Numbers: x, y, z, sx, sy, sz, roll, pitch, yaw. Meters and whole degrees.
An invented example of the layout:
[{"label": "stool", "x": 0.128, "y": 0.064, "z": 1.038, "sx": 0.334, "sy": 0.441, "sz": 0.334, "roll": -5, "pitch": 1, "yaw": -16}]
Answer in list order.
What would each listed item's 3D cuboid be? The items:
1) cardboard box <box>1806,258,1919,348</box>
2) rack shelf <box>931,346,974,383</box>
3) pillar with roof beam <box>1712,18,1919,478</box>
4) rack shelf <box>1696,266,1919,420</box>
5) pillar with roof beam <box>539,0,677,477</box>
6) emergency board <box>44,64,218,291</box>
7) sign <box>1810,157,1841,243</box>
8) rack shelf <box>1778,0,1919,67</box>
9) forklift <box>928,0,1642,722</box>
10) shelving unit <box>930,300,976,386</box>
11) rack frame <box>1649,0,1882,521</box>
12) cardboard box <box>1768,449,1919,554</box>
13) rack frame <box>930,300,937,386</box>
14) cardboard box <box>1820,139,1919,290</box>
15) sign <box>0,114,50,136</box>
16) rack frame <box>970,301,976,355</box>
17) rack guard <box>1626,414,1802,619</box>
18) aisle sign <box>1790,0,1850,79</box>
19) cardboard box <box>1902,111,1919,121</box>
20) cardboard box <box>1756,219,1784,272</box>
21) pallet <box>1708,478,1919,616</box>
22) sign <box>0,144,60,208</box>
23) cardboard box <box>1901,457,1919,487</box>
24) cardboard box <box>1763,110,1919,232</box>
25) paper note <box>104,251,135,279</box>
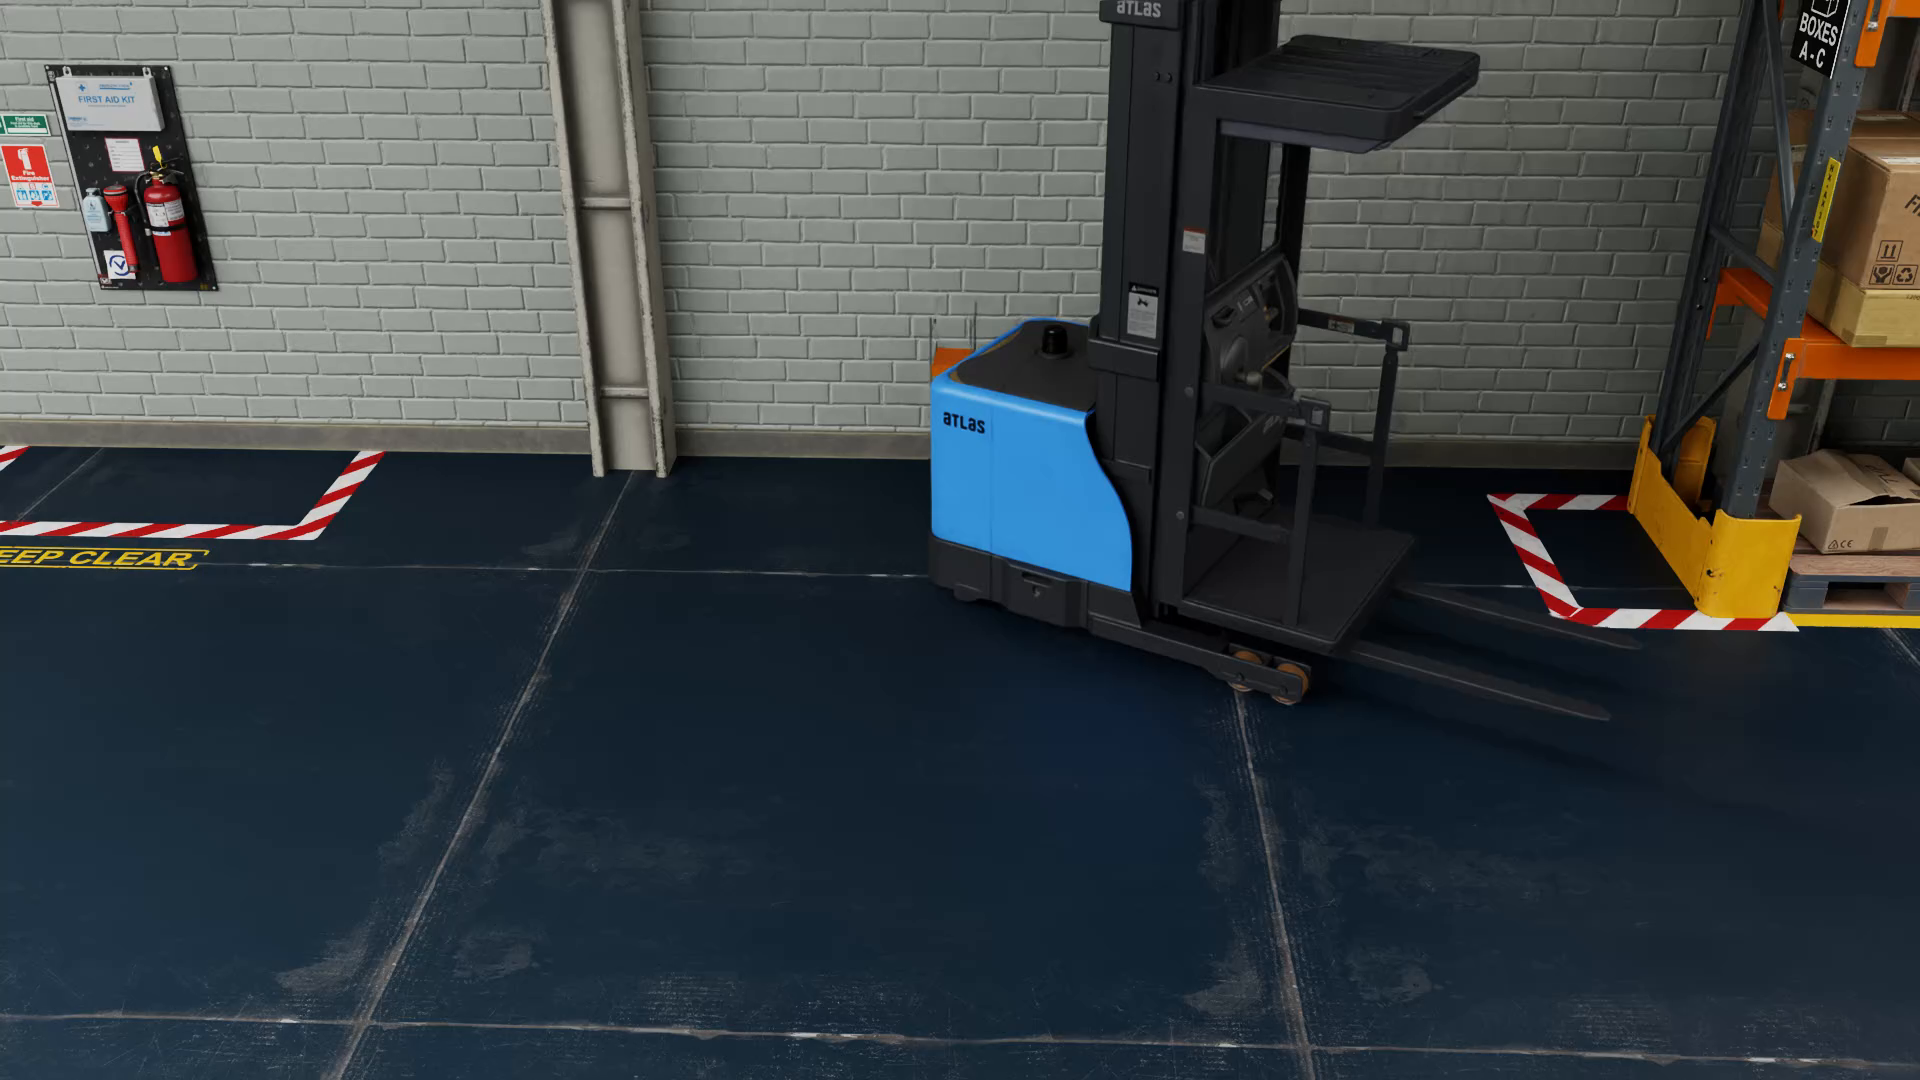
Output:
[{"label": "cardboard box", "x": 3.986, "y": -1.029, "z": 7.127, "sx": 0.500, "sy": 0.250, "sz": 0.500, "roll": 0, "pitch": 28, "yaw": 0}, {"label": "rack shelf", "x": -0.032, "y": -0.818, "z": 7.838, "sx": 0.180, "sy": 0.103, "sz": 0.258, "roll": 3, "pitch": 28, "yaw": 5}, {"label": "pillar with roof beam", "x": 4.088, "y": -2.272, "z": 2.928, "sx": 0.400, "sy": 9.000, "sz": 9.100, "roll": 1, "pitch": 28, "yaw": 2}, {"label": "rack shelf", "x": 5.508, "y": -0.892, "z": 7.499, "sx": 4.000, "sy": 0.370, "sz": 1.077, "roll": 1, "pitch": 28, "yaw": 2}, {"label": "pillar with roof beam", "x": -1.909, "y": -2.371, "z": 3.115, "sx": 0.400, "sy": 9.000, "sz": 9.100, "roll": 1, "pitch": 28, "yaw": 2}, {"label": "emergency board", "x": -4.225, "y": -1.794, "z": 8.432, "sx": 0.643, "sy": 1.169, "sz": 0.194, "roll": 1, "pitch": 28, "yaw": 2}, {"label": "sign", "x": 3.490, "y": -1.372, "z": 6.711, "sx": 0.005, "sy": 0.325, "sz": 0.100, "roll": 1, "pitch": 28, "yaw": 2}, {"label": "rack shelf", "x": 5.508, "y": -2.218, "z": 6.796, "sx": 4.000, "sy": 0.370, "sz": 1.077, "roll": 1, "pitch": 28, "yaw": 2}, {"label": "forklift", "x": 1.384, "y": -0.893, "z": 6.805, "sx": 3.031, "sy": 2.935, "sz": 1.130, "roll": 16, "pitch": 32, "yaw": 27}, {"label": "shelving unit", "x": -0.032, "y": -0.539, "z": 7.985, "sx": 0.189, "sy": 1.200, "sz": 0.258, "roll": 3, "pitch": 28, "yaw": 5}, {"label": "rack frame", "x": 3.509, "y": -1.243, "z": 7.393, "sx": 0.127, "sy": 3.000, "sz": 1.000, "roll": 1, "pitch": 28, "yaw": 2}, {"label": "cardboard box", "x": 4.198, "y": -0.196, "z": 7.818, "sx": 0.500, "sy": 0.311, "sz": 0.500, "roll": -2, "pitch": 28, "yaw": -4}, {"label": "rack frame", "x": -0.124, "y": -0.543, "z": 7.994, "sx": 0.006, "sy": 1.200, "sz": 0.240, "roll": 3, "pitch": 28, "yaw": 5}, {"label": "cardboard box", "x": 3.976, "y": -1.369, "z": 6.967, "sx": 0.500, "sy": 0.500, "sz": 0.500, "roll": 1, "pitch": 28, "yaw": 2}, {"label": "sign", "x": -4.770, "y": -2.097, "z": 8.400, "sx": 0.331, "sy": 0.109, "sz": 0.001, "roll": 1, "pitch": 28, "yaw": 2}, {"label": "rack frame", "x": 0.059, "y": -0.535, "z": 7.977, "sx": 0.006, "sy": 1.200, "sz": 0.240, "roll": 3, "pitch": 28, "yaw": 5}, {"label": "rack guard", "x": 3.585, "y": -0.138, "z": 7.976, "sx": 0.348, "sy": 0.500, "sz": 1.175, "roll": 1, "pitch": 28, "yaw": 2}, {"label": "aisle sign", "x": 3.427, "y": -2.253, "z": 6.521, "sx": 0.004, "sy": 0.787, "sz": 0.394, "roll": 1, "pitch": 28, "yaw": 2}, {"label": "cardboard box", "x": 4.491, "y": -1.596, "z": 7.396, "sx": 0.500, "sy": 0.500, "sz": 0.500, "roll": 1, "pitch": 28, "yaw": 2}, {"label": "cardboard box", "x": 3.983, "y": -1.269, "z": 7.580, "sx": 0.500, "sy": 0.250, "sz": 0.500, "roll": 1, "pitch": 28, "yaw": 3}, {"label": "pallet", "x": 4.396, "y": 0.020, "z": 7.987, "sx": 1.213, "sy": 0.211, "sz": 1.003, "roll": 1, "pitch": 28, "yaw": 2}, {"label": "sign", "x": -4.774, "y": -1.868, "z": 8.532, "sx": 0.234, "sy": 0.329, "sz": 0.001, "roll": 1, "pitch": 28, "yaw": 2}, {"label": "cardboard box", "x": 4.767, "y": -0.187, "z": 7.800, "sx": 0.500, "sy": 0.311, "sz": 0.500, "roll": 3, "pitch": 28, "yaw": 6}, {"label": "cardboard box", "x": 3.988, "y": -1.609, "z": 7.420, "sx": 0.500, "sy": 0.500, "sz": 0.500, "roll": 1, "pitch": 28, "yaw": 1}, {"label": "paper note", "x": -4.400, "y": -1.440, "z": 8.705, "sx": 0.142, "sy": 0.148, "sz": 0.016, "roll": 1, "pitch": 28, "yaw": 2}]
